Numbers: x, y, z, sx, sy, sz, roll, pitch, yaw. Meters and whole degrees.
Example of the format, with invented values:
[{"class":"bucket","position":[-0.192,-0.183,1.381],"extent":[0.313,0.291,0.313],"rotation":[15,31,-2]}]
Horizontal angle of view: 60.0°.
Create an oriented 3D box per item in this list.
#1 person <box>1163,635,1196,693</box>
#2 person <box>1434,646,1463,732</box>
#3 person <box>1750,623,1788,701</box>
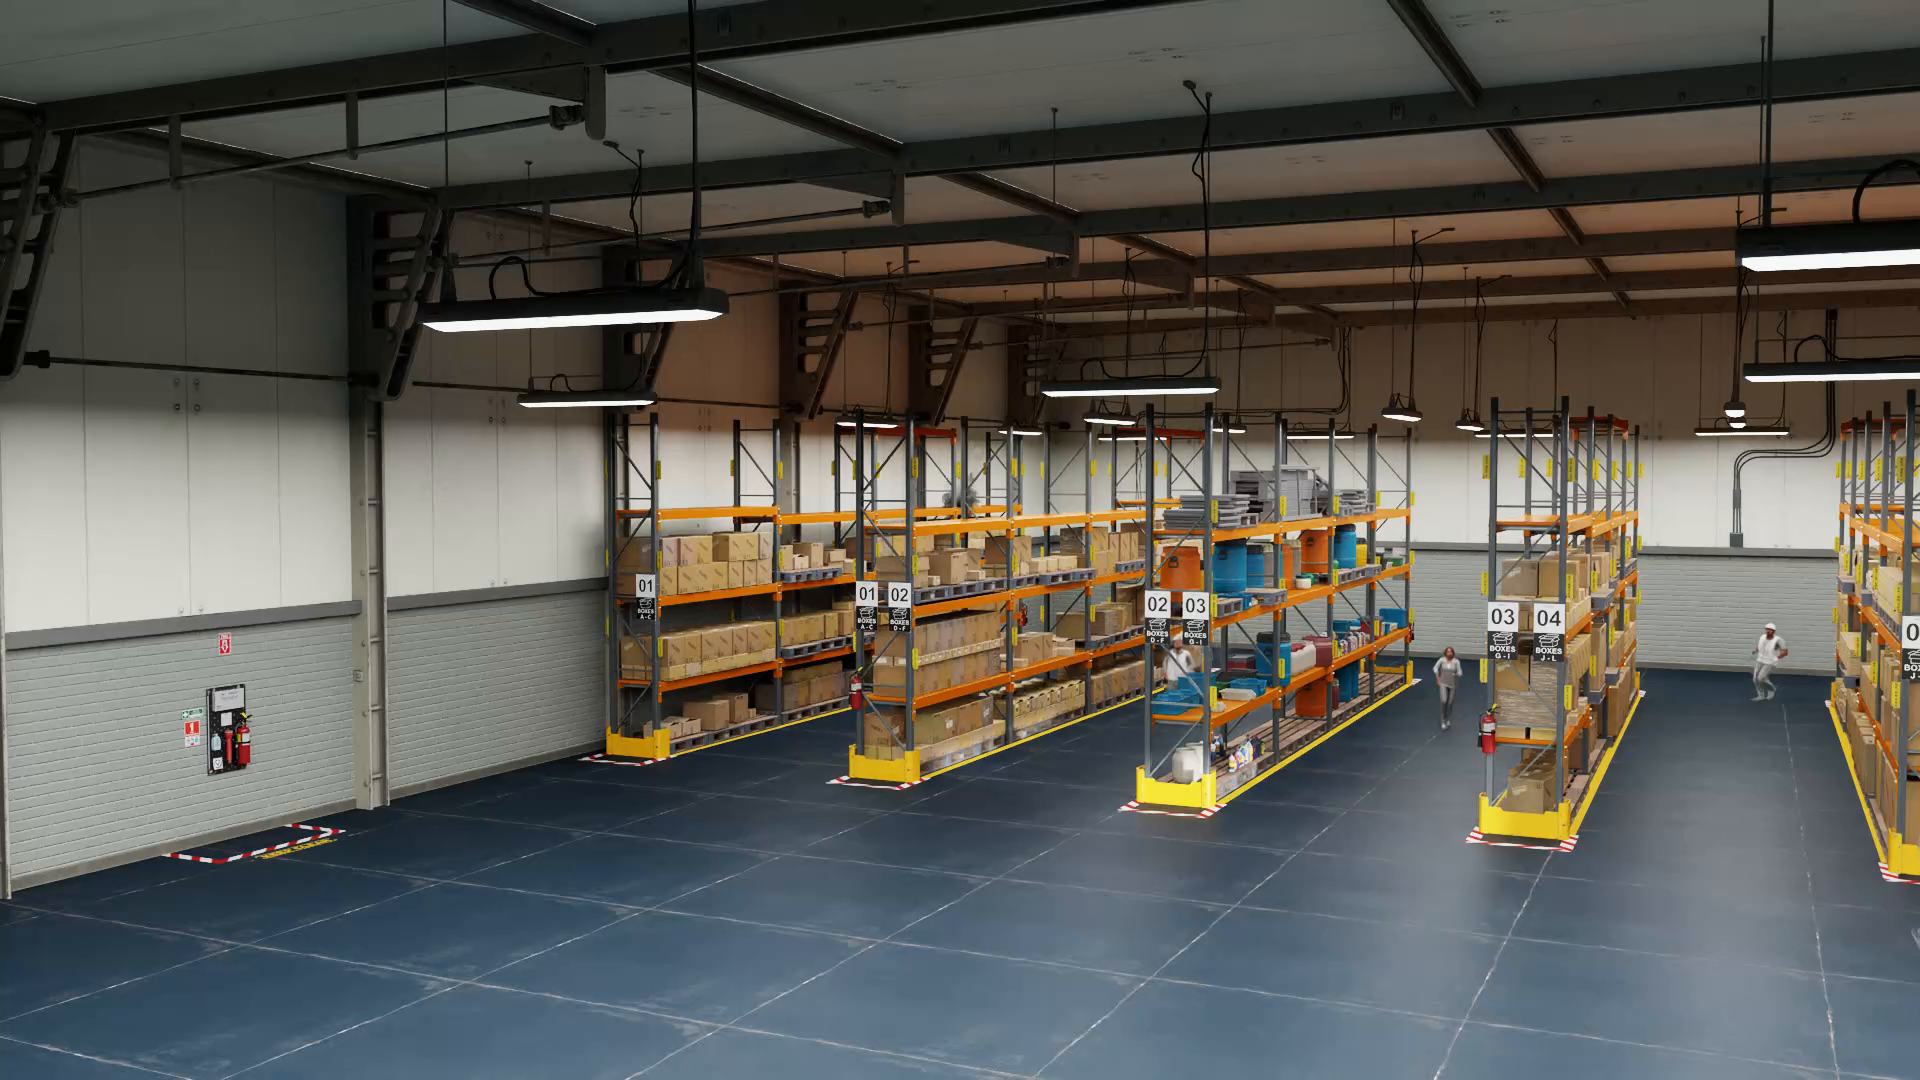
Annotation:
[{"class":"person","position":[4.312,2.757,32.912],"extent":[0.688,1.739,0.593],"rotation":[1,3,23]},{"class":"person","position":[9.403,2.859,32.023],"extent":[0.519,1.644,0.722],"rotation":[0,2,11]},{"class":"person","position":[17.376,2.641,35.819],"extent":[0.561,1.702,0.682],"rotation":[-1,3,-20]}]
